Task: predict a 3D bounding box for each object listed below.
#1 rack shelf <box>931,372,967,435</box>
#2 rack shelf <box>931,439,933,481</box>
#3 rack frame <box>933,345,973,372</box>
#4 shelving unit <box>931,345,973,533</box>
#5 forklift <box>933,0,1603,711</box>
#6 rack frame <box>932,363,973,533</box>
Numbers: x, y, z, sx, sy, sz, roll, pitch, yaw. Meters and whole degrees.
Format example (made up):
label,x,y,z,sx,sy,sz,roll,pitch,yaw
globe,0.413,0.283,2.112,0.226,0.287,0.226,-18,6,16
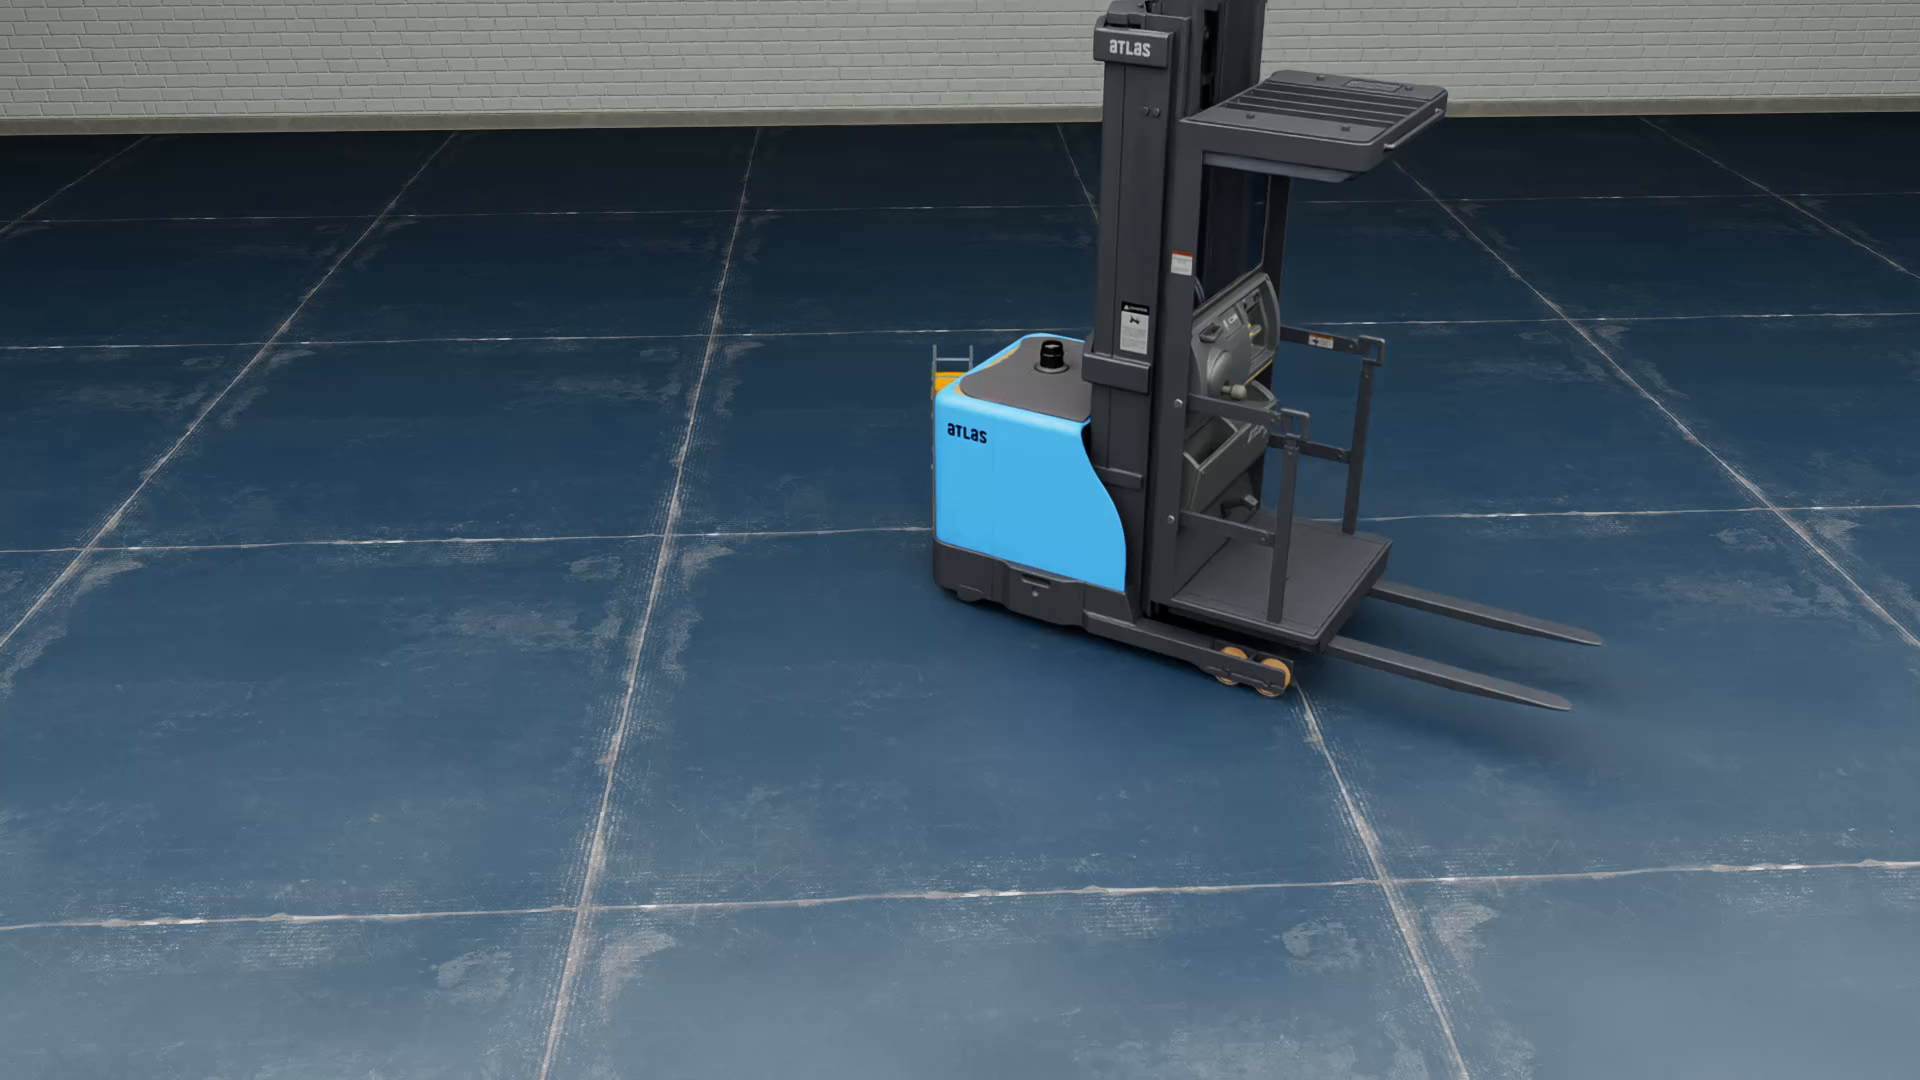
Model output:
label,x,y,z,sx,sy,sz,roll,pitch,yaw
rack shelf,-0.036,-0.697,8.360,0.215,0.259,0.240,0,28,0
rack shelf,-0.036,-0.445,8.492,0.215,0.259,0.240,0,28,0
rack frame,-0.035,-0.511,8.595,0.200,1.050,0.008,0,28,0
shelving unit,-0.036,-0.455,8.487,0.215,1.050,0.252,0,28,0
forklift,1.399,-0.883,7.273,3.031,2.935,1.130,15,31,27
rack frame,-0.037,-0.398,8.379,0.200,1.050,0.008,0,28,0
